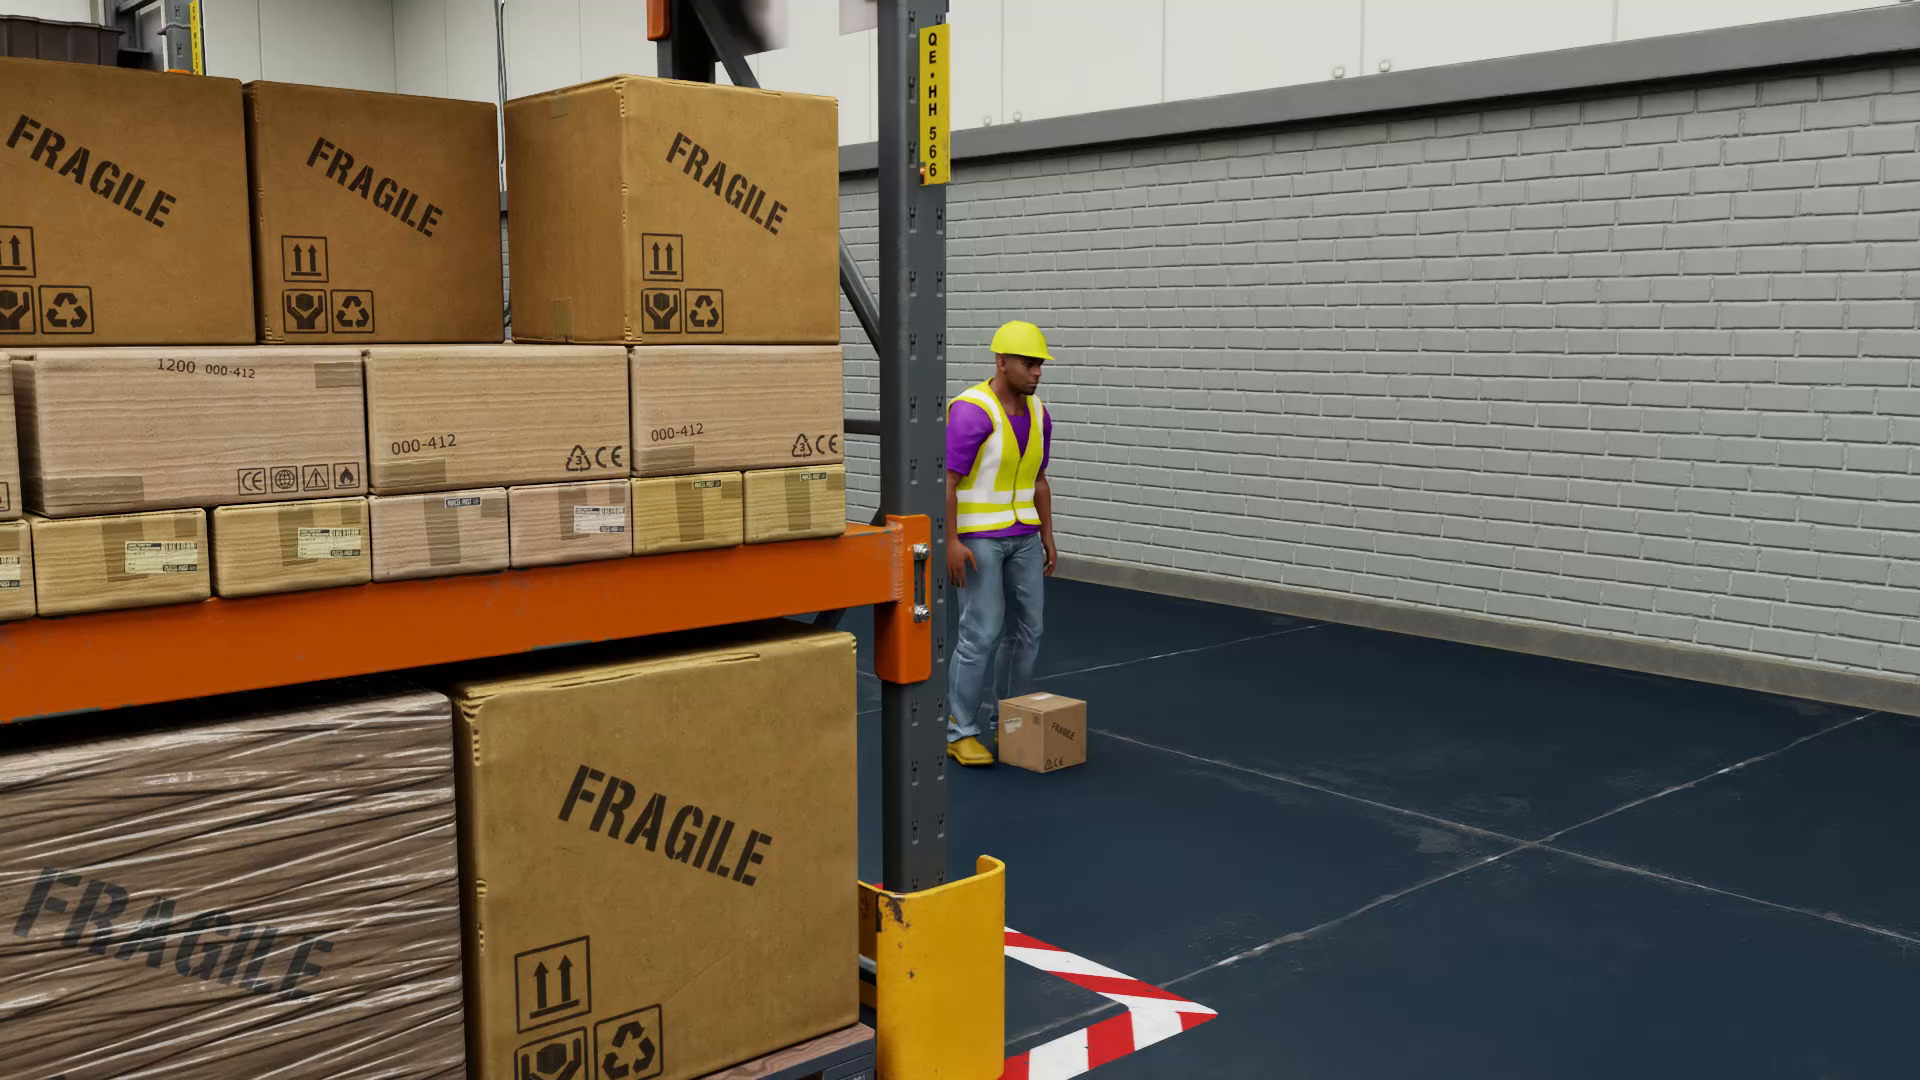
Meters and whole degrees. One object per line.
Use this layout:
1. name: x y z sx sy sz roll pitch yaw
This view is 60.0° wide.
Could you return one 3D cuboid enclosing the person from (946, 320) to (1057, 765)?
1. person: 0.171 -0.001 6.725 0.627 1.759 0.462 -7 10 -44
